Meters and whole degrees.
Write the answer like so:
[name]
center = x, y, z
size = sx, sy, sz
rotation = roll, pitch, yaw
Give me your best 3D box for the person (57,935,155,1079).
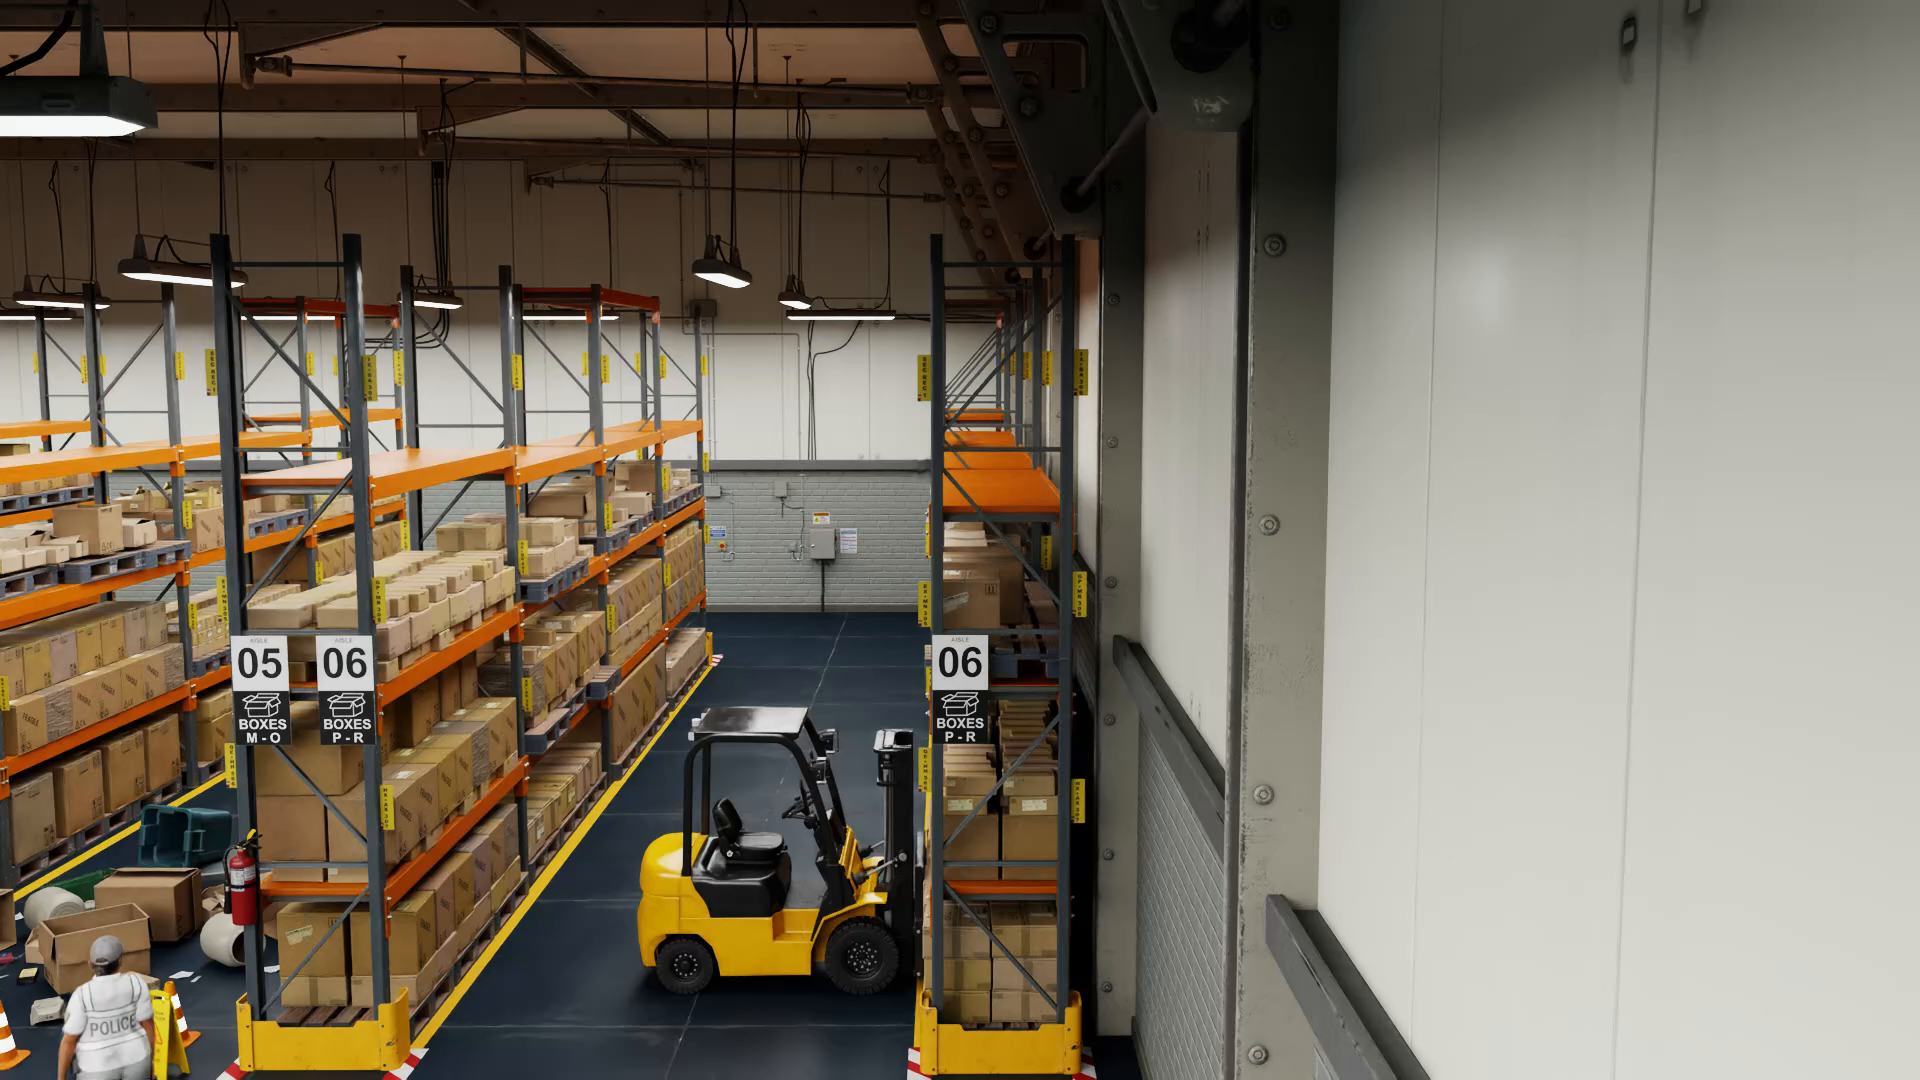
[person]
center = -5.198, 3.239, 10.119
size = 0.443, 1.691, 0.542
rotation = 5, 8, 36
